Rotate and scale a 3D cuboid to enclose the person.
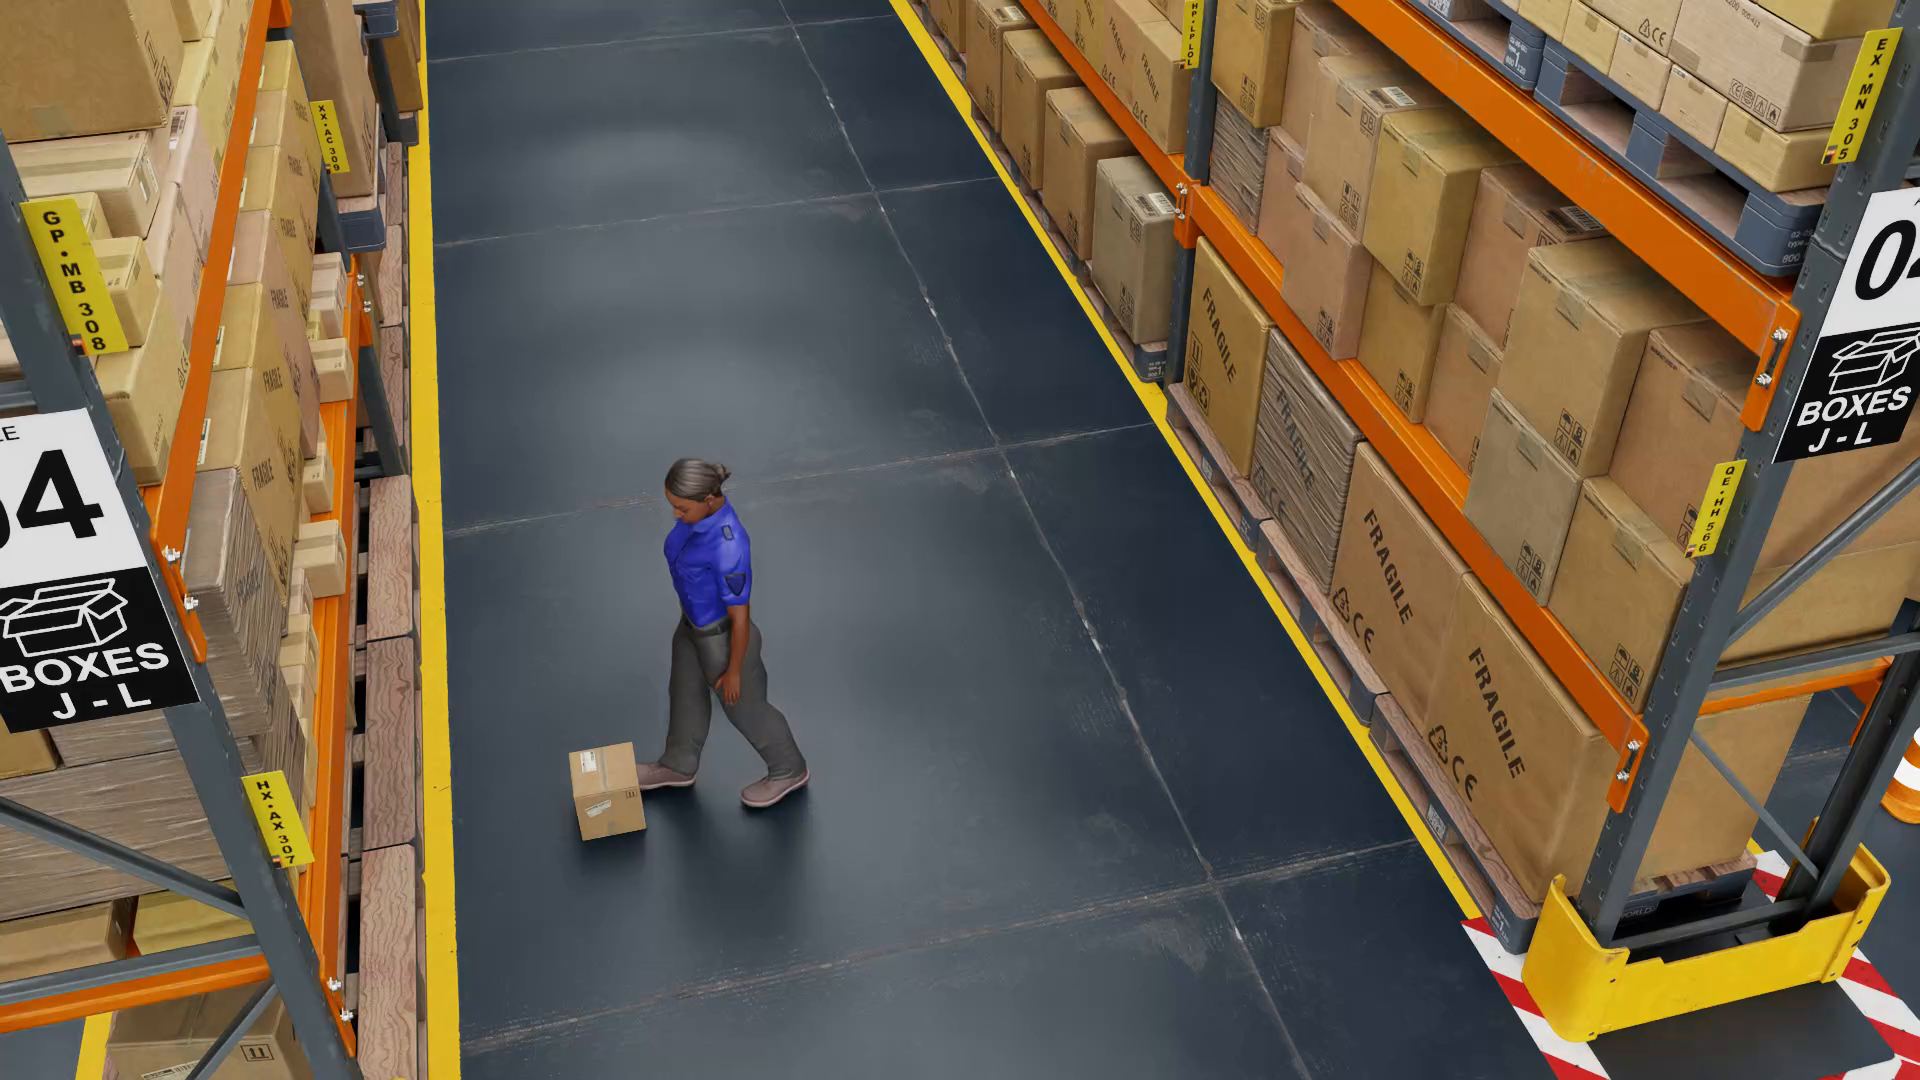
[{"bbox_3d":[-0.910,0.339,6.235,0.561,1.575,0.484,-14,41,-17],"label":"person"}]
